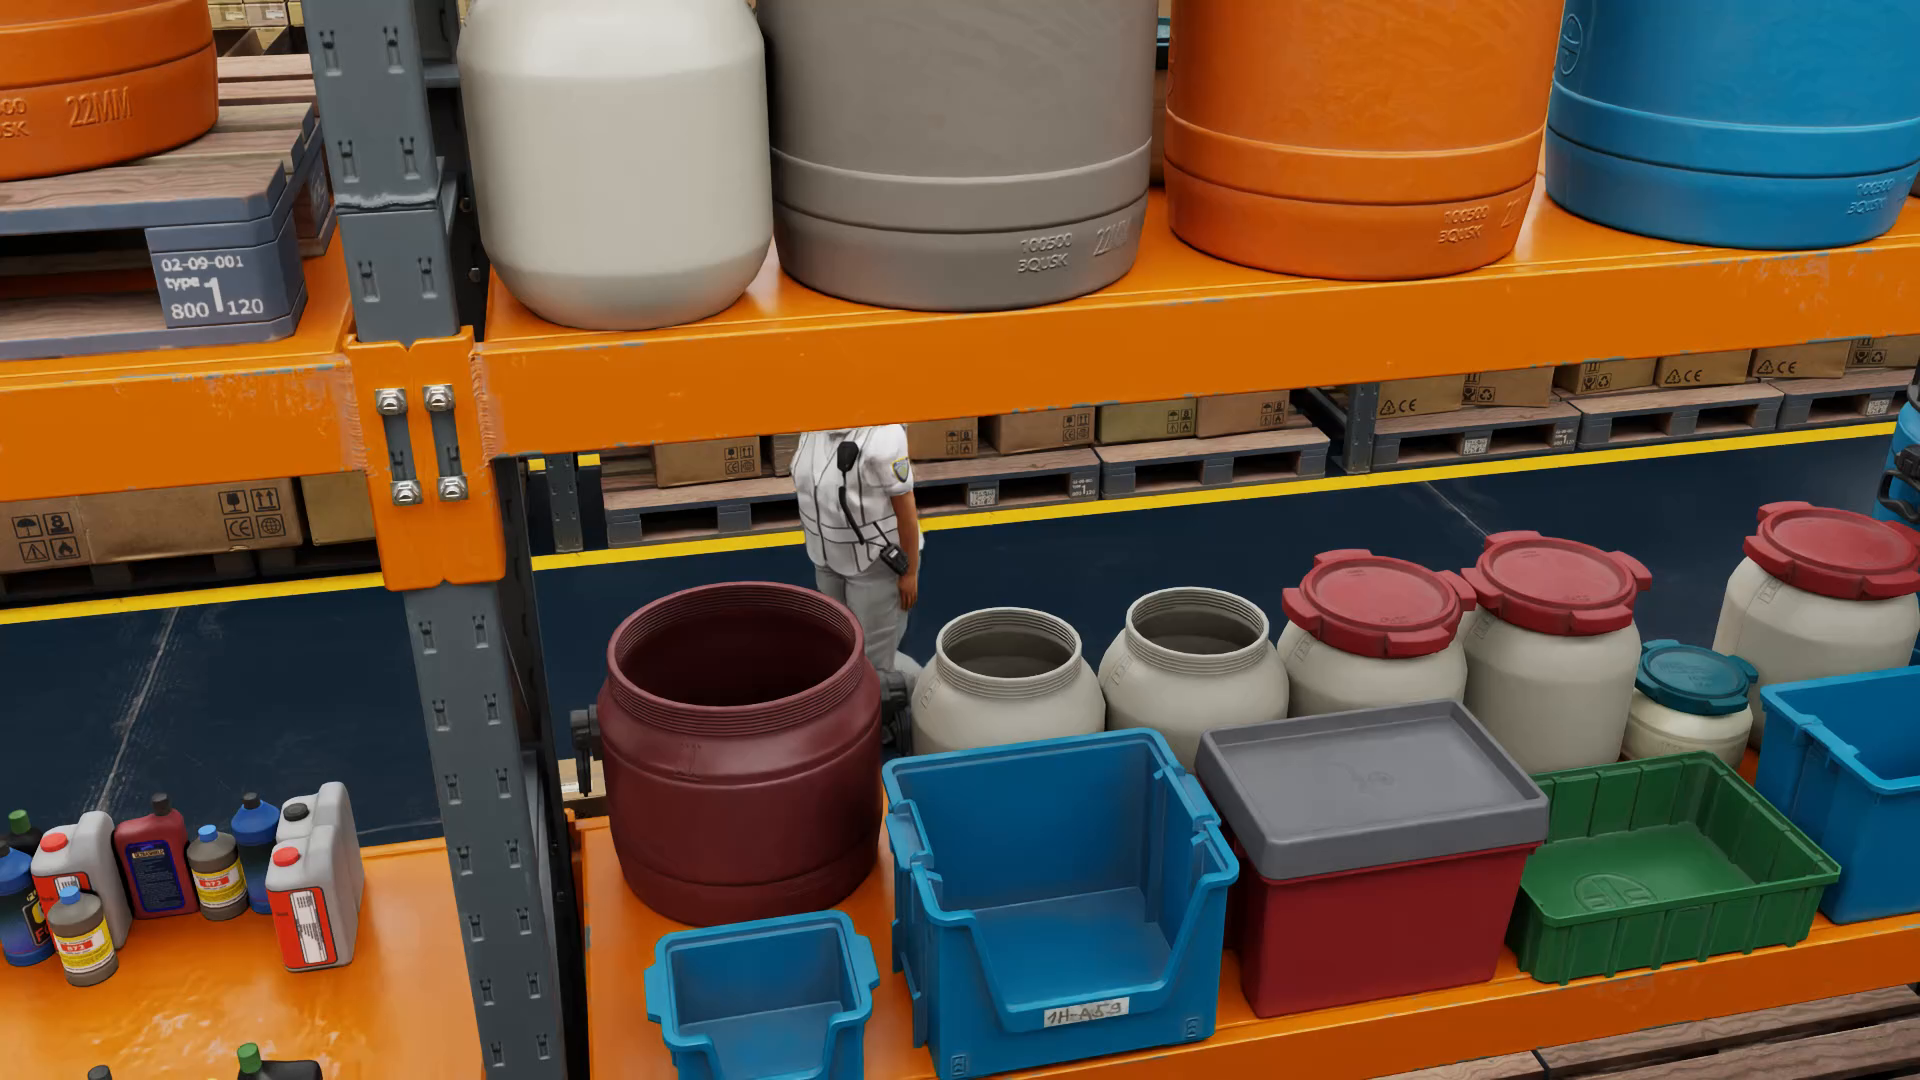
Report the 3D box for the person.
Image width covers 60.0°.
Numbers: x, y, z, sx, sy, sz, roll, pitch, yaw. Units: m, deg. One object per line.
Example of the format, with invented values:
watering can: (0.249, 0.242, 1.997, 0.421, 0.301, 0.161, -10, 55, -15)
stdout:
person: (-0.317, 0.066, 5.977, 0.559, 1.660, 0.521, 24, 36, 39)
